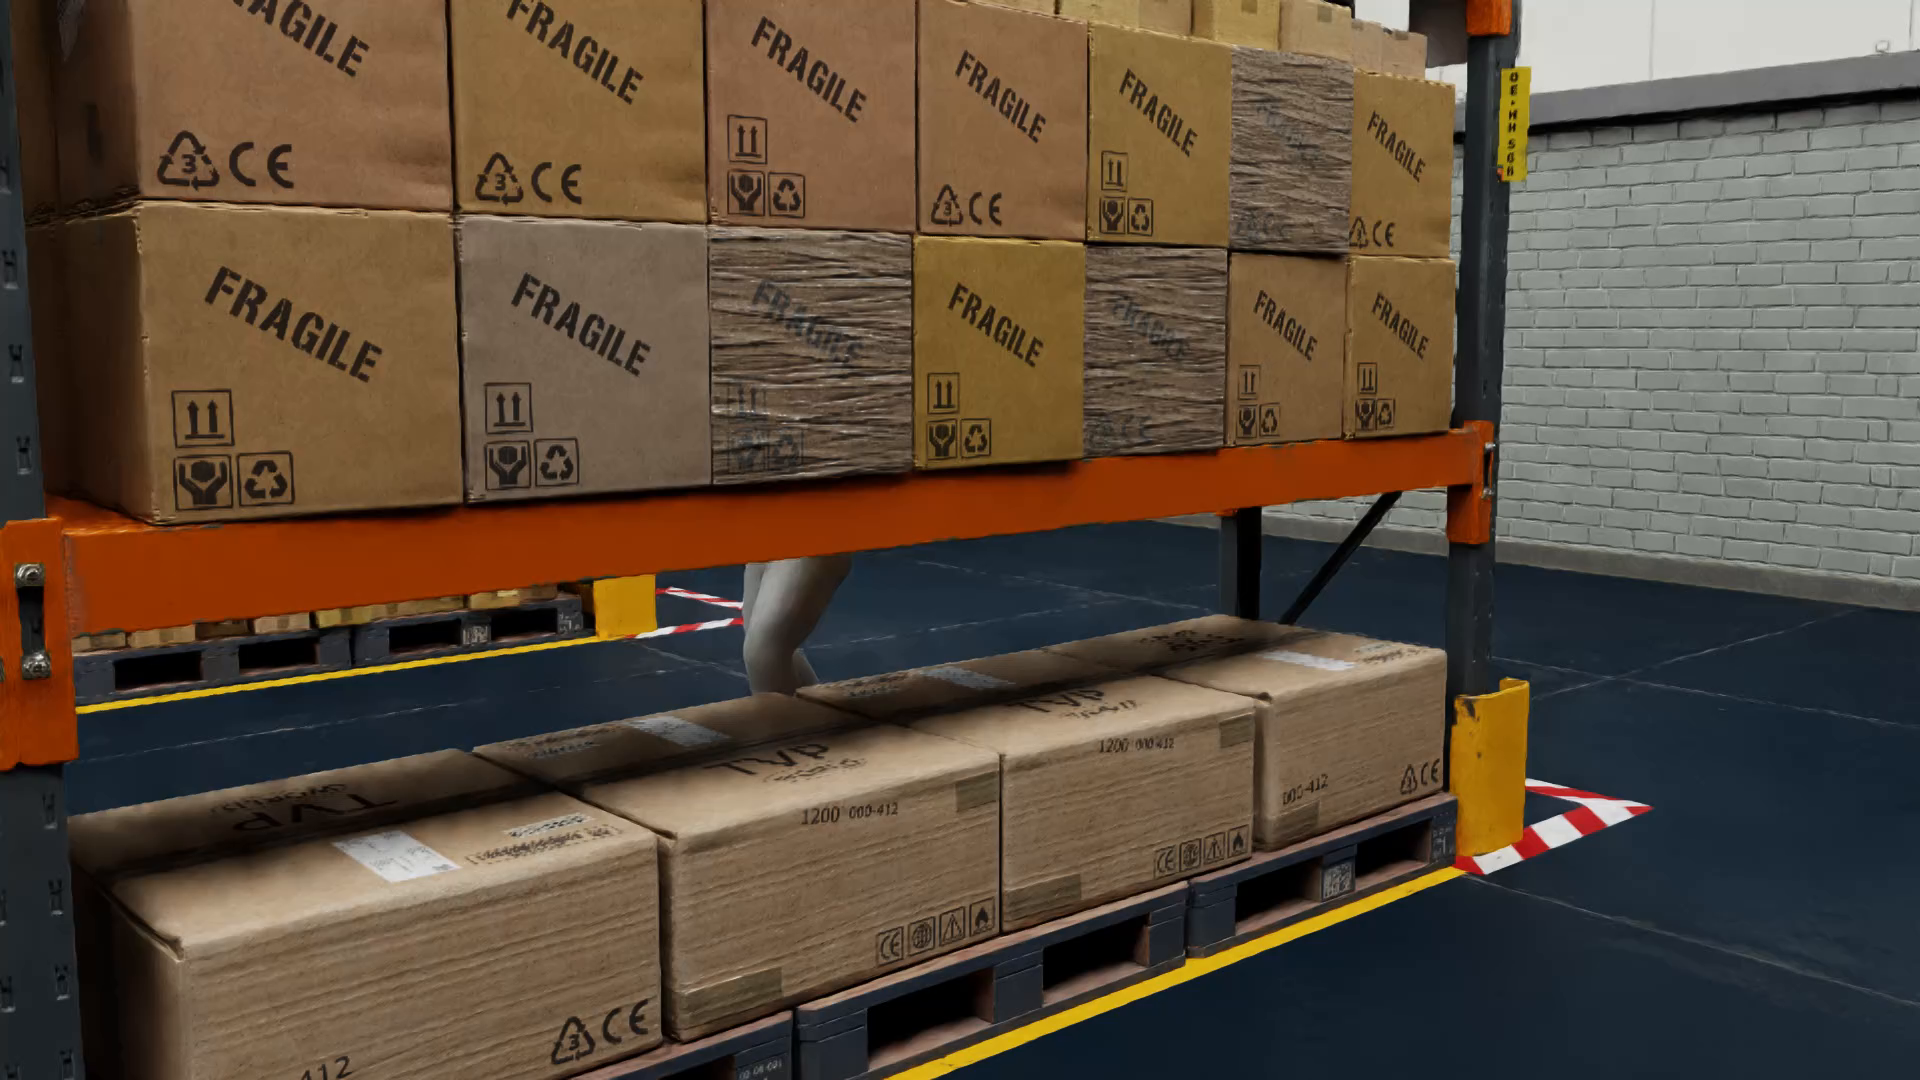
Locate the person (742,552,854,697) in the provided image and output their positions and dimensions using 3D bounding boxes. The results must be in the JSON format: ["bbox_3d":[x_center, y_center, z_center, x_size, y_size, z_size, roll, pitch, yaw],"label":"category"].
[{"bbox_3d":[-0.568,0.014,5.730,0.686,1.794,0.640,-6,10,-40],"label":"person"}]
